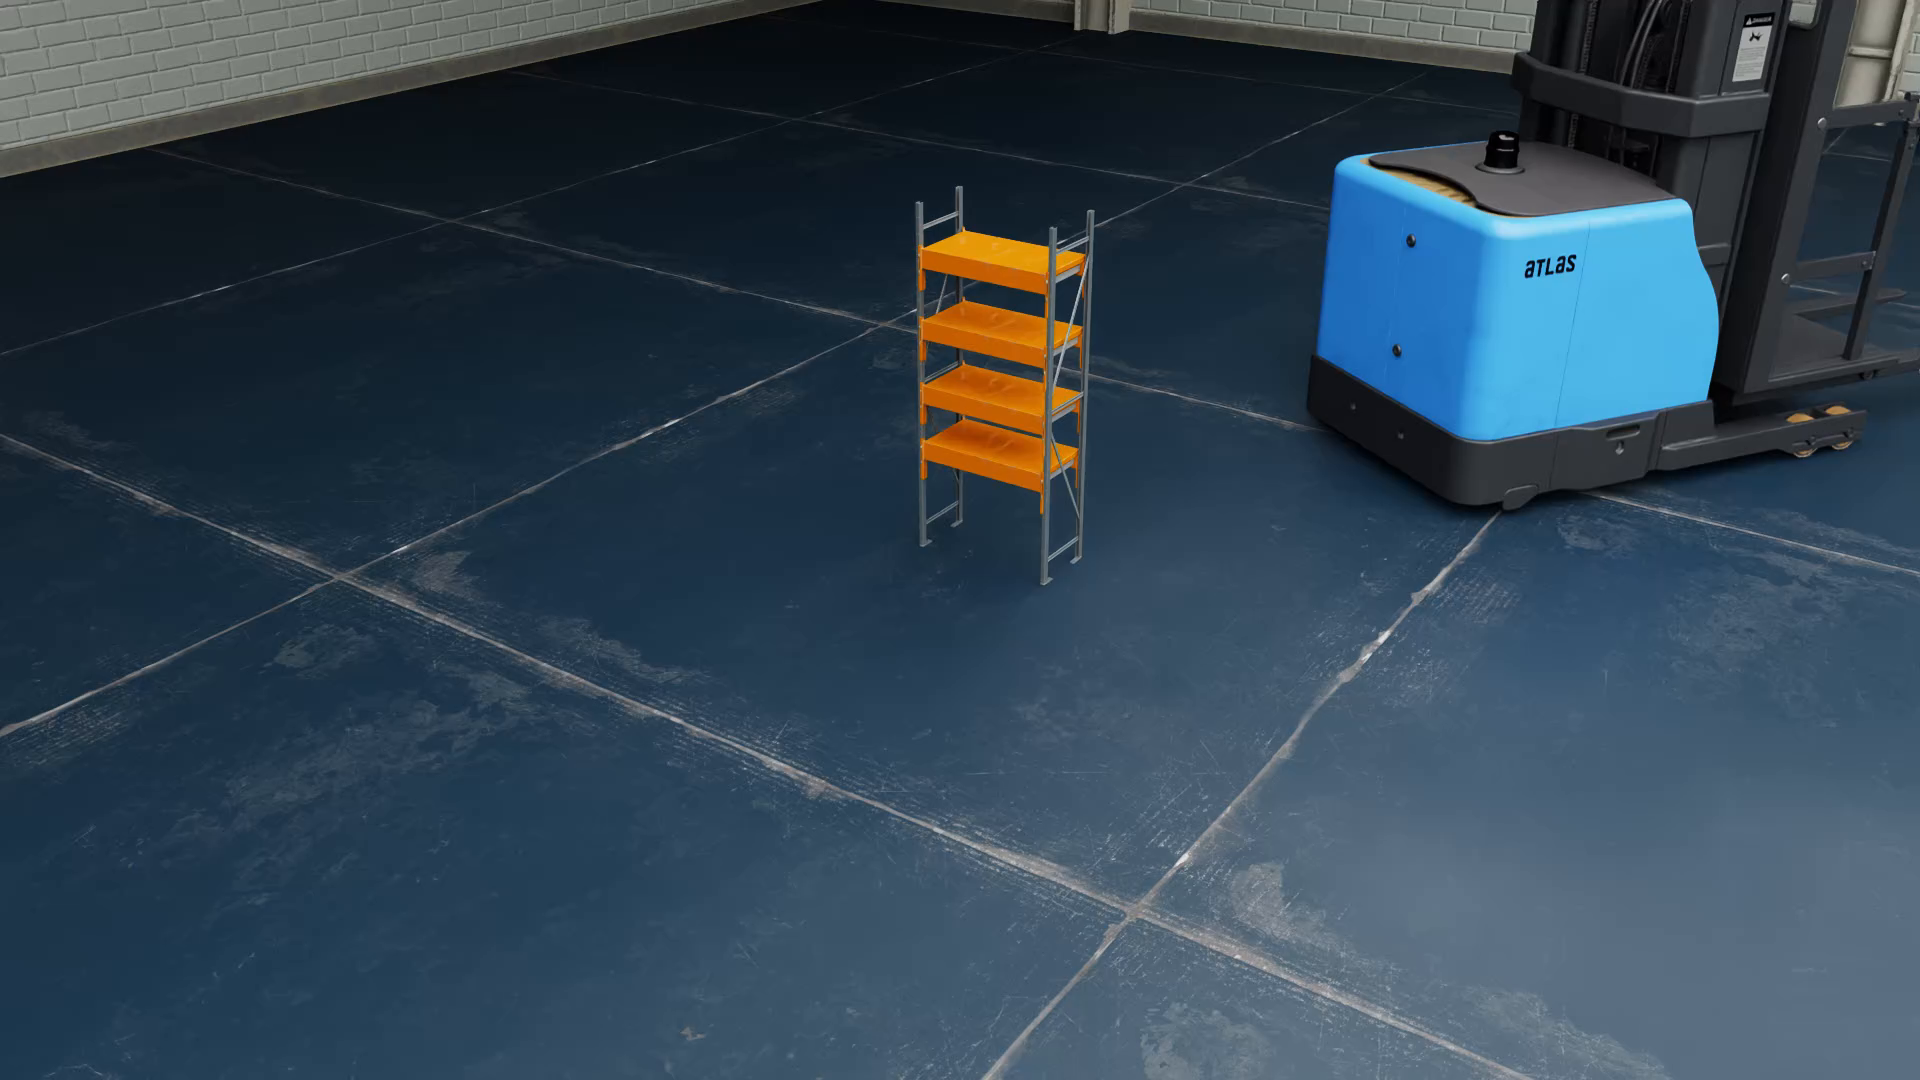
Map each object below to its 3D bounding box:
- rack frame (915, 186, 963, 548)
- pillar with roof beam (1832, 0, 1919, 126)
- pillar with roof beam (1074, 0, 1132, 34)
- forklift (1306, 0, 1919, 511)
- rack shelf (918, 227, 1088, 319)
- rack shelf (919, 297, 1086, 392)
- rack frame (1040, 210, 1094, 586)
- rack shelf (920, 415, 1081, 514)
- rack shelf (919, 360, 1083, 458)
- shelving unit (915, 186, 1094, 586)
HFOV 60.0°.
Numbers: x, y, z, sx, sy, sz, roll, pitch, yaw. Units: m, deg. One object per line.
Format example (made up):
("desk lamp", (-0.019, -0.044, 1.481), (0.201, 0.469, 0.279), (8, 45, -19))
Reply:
("rack frame", (-0.065, -0.555, 5.517), (0.015, 1.200, 0.240), (17, 32, 30))
("pillar with roof beam", (3.747, -5.313, 6.268), (0.400, 9.000, 9.100), (17, 32, 30))
("pillar with roof beam", (-1.199, -6.854, 9.296), (0.400, 9.000, 9.100), (17, 32, 30))
("forklift", (2.945, -1.831, 6.117), (3.031, 2.935, 1.130), (-11, 29, -20))
("rack shelf", (0.136, -0.842, 5.216), (0.480, 0.148, 0.258), (17, 32, 30))
("rack shelf", (0.136, -0.632, 5.323), (0.480, 0.148, 0.258), (17, 32, 30))
("rack frame", (0.338, -0.430, 5.271), (0.015, 1.200, 0.240), (17, 32, 30))
("rack shelf", (0.136, -0.255, 5.515), (0.480, 0.148, 0.258), (17, 32, 30))
("rack shelf", (0.136, -0.432, 5.425), (0.480, 0.148, 0.258), (17, 32, 30))
("shelving unit", (0.136, -0.492, 5.394), (0.503, 1.200, 0.258), (17, 32, 30))
